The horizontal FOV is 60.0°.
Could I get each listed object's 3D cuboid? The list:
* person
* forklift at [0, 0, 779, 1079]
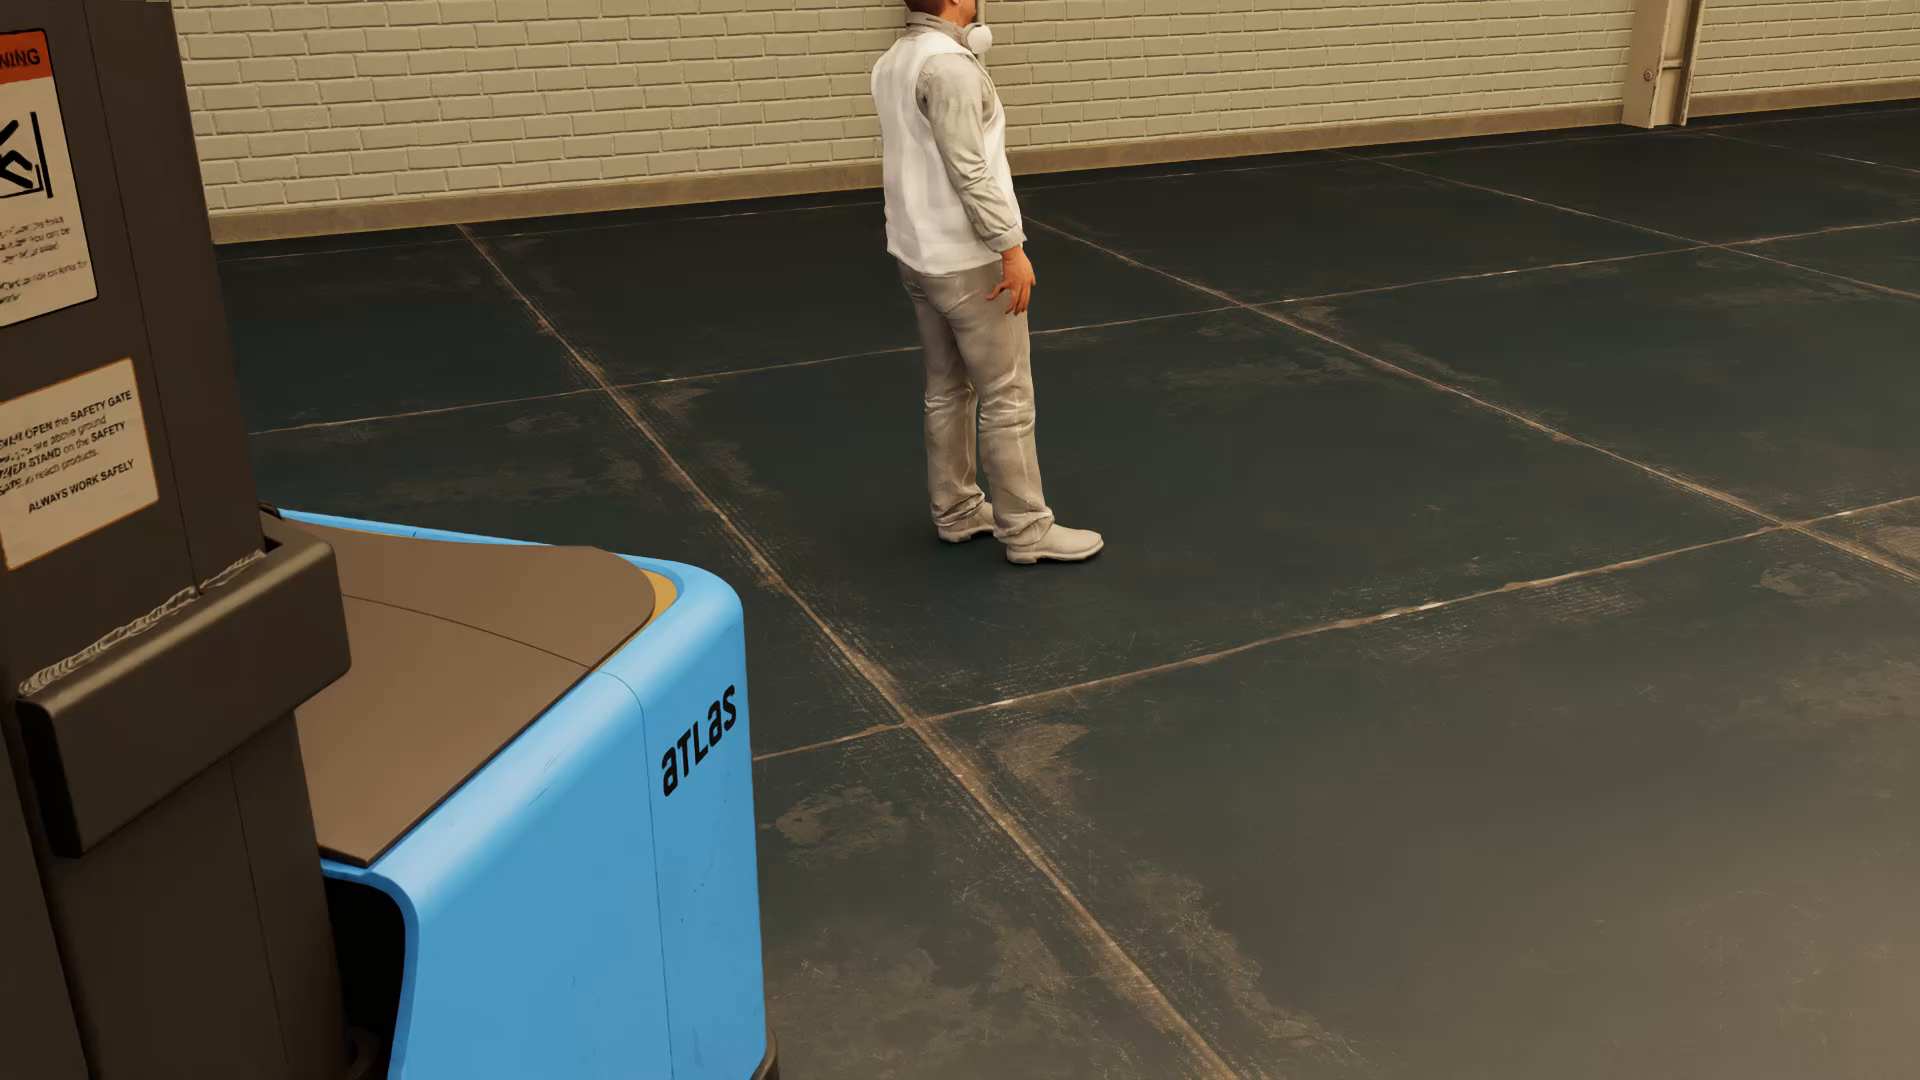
[{"bbox_3d":[0.060,-0.833,4.781,0.568,1.773,0.632,-10,25,-23],"label":"person"},{"bbox_3d":[-1.205,0.156,0.911,1.130,2.935,3.031,7,24,16],"label":"forklift"}]
